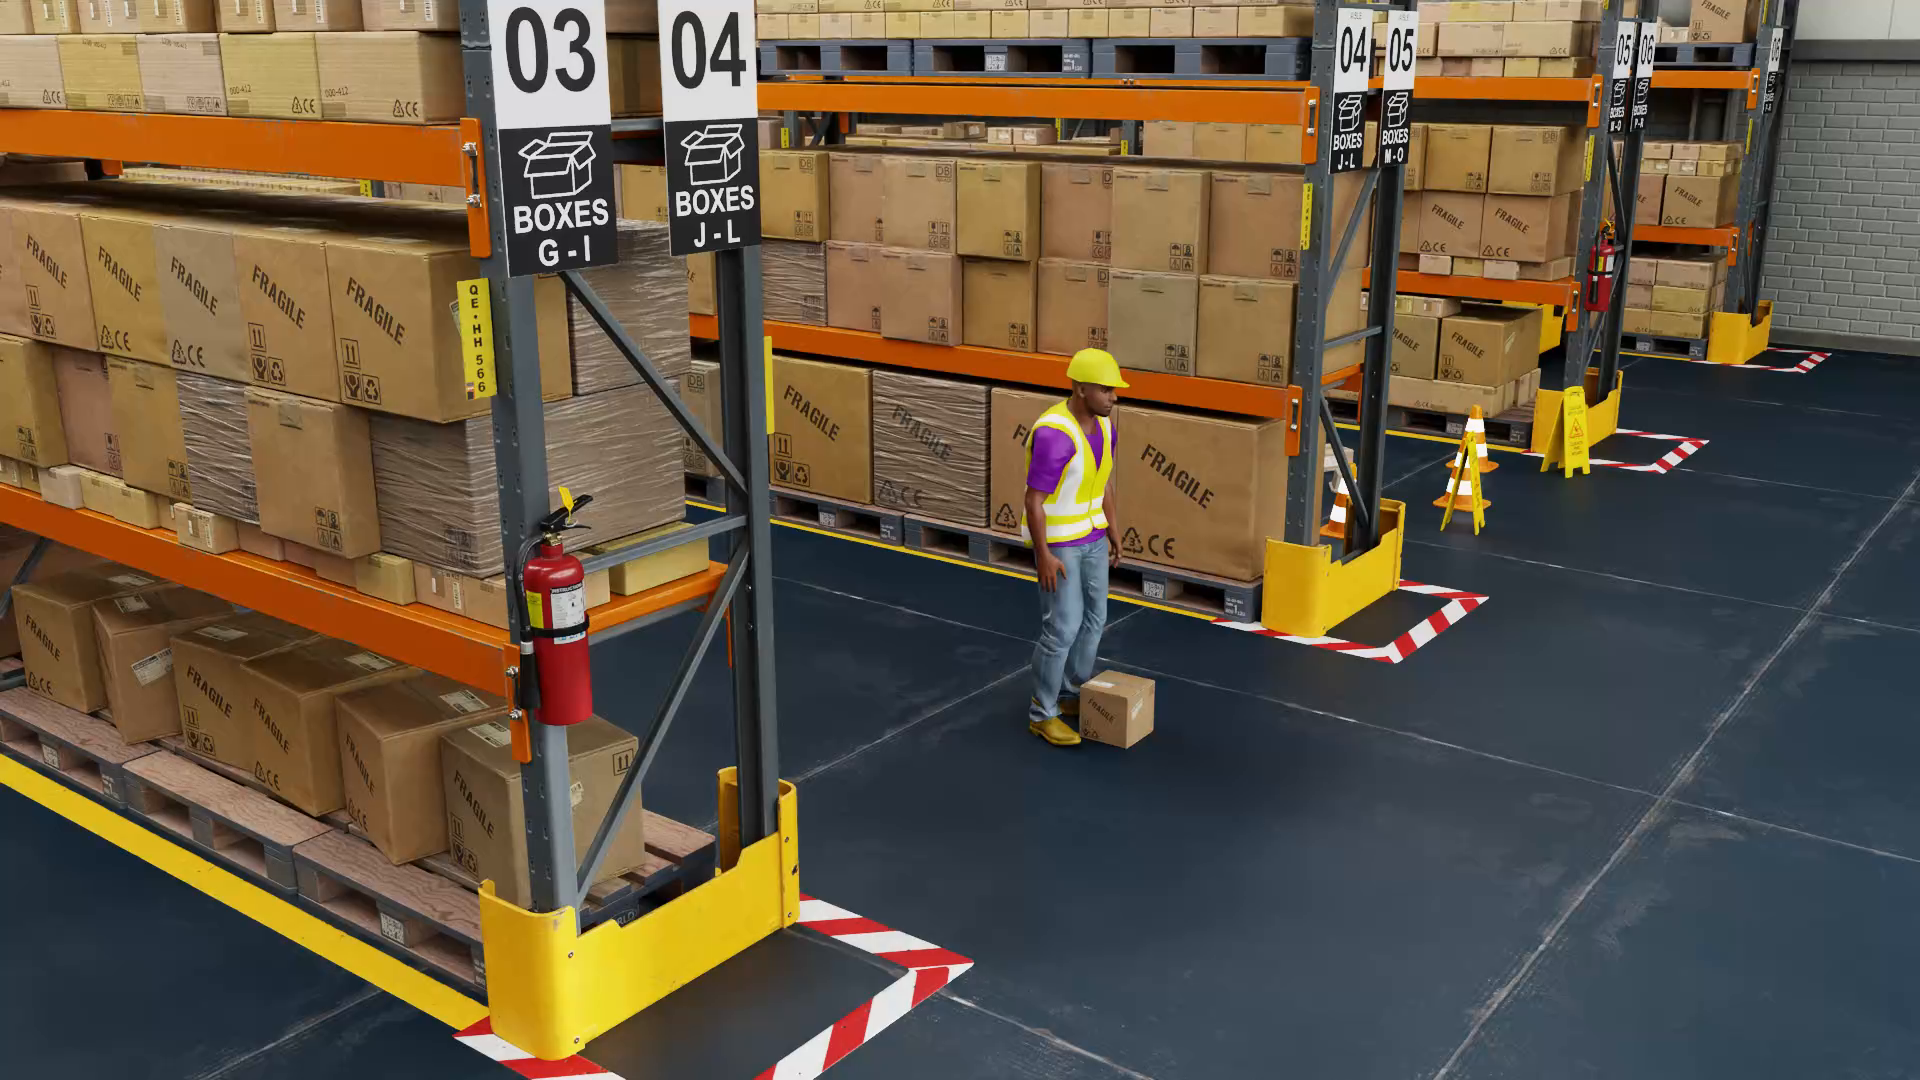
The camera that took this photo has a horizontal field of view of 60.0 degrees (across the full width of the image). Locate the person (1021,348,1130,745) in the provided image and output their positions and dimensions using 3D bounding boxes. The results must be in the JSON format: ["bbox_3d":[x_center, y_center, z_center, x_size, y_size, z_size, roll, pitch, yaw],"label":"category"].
[{"bbox_3d":[0.523,0.011,7.472,0.456,1.758,0.628,12,20,35],"label":"person"}]
